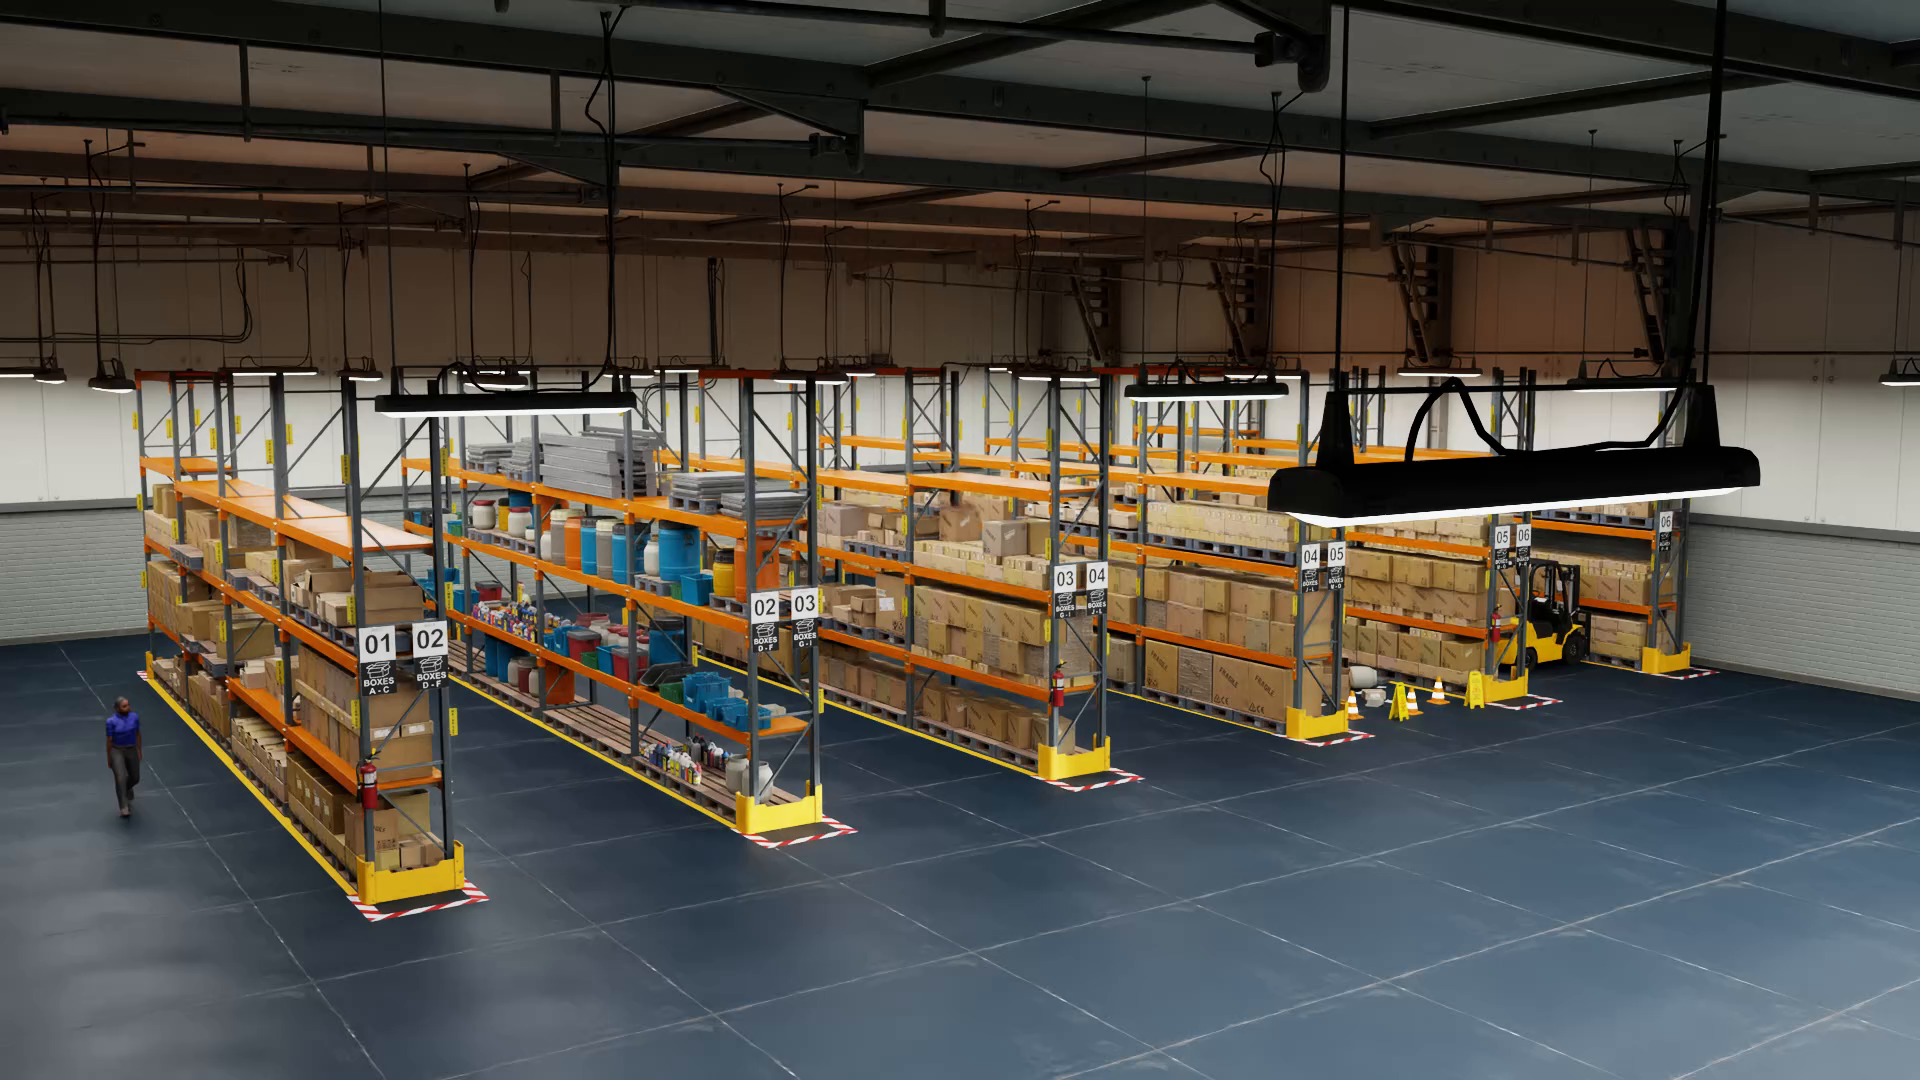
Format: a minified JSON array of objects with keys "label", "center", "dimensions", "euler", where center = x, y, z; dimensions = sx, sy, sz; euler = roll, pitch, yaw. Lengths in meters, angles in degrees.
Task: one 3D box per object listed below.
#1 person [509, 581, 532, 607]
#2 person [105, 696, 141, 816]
[{"label":"person","center":[-8.974,1.651,34.145],"dimensions":[0.494,1.600,1.044],"euler":[-6,9,-43]},{"label":"person","center":[-11.557,2.927,22.973],"dimensions":[0.448,1.610,0.863],"euler":[-5,8,-37]}]
